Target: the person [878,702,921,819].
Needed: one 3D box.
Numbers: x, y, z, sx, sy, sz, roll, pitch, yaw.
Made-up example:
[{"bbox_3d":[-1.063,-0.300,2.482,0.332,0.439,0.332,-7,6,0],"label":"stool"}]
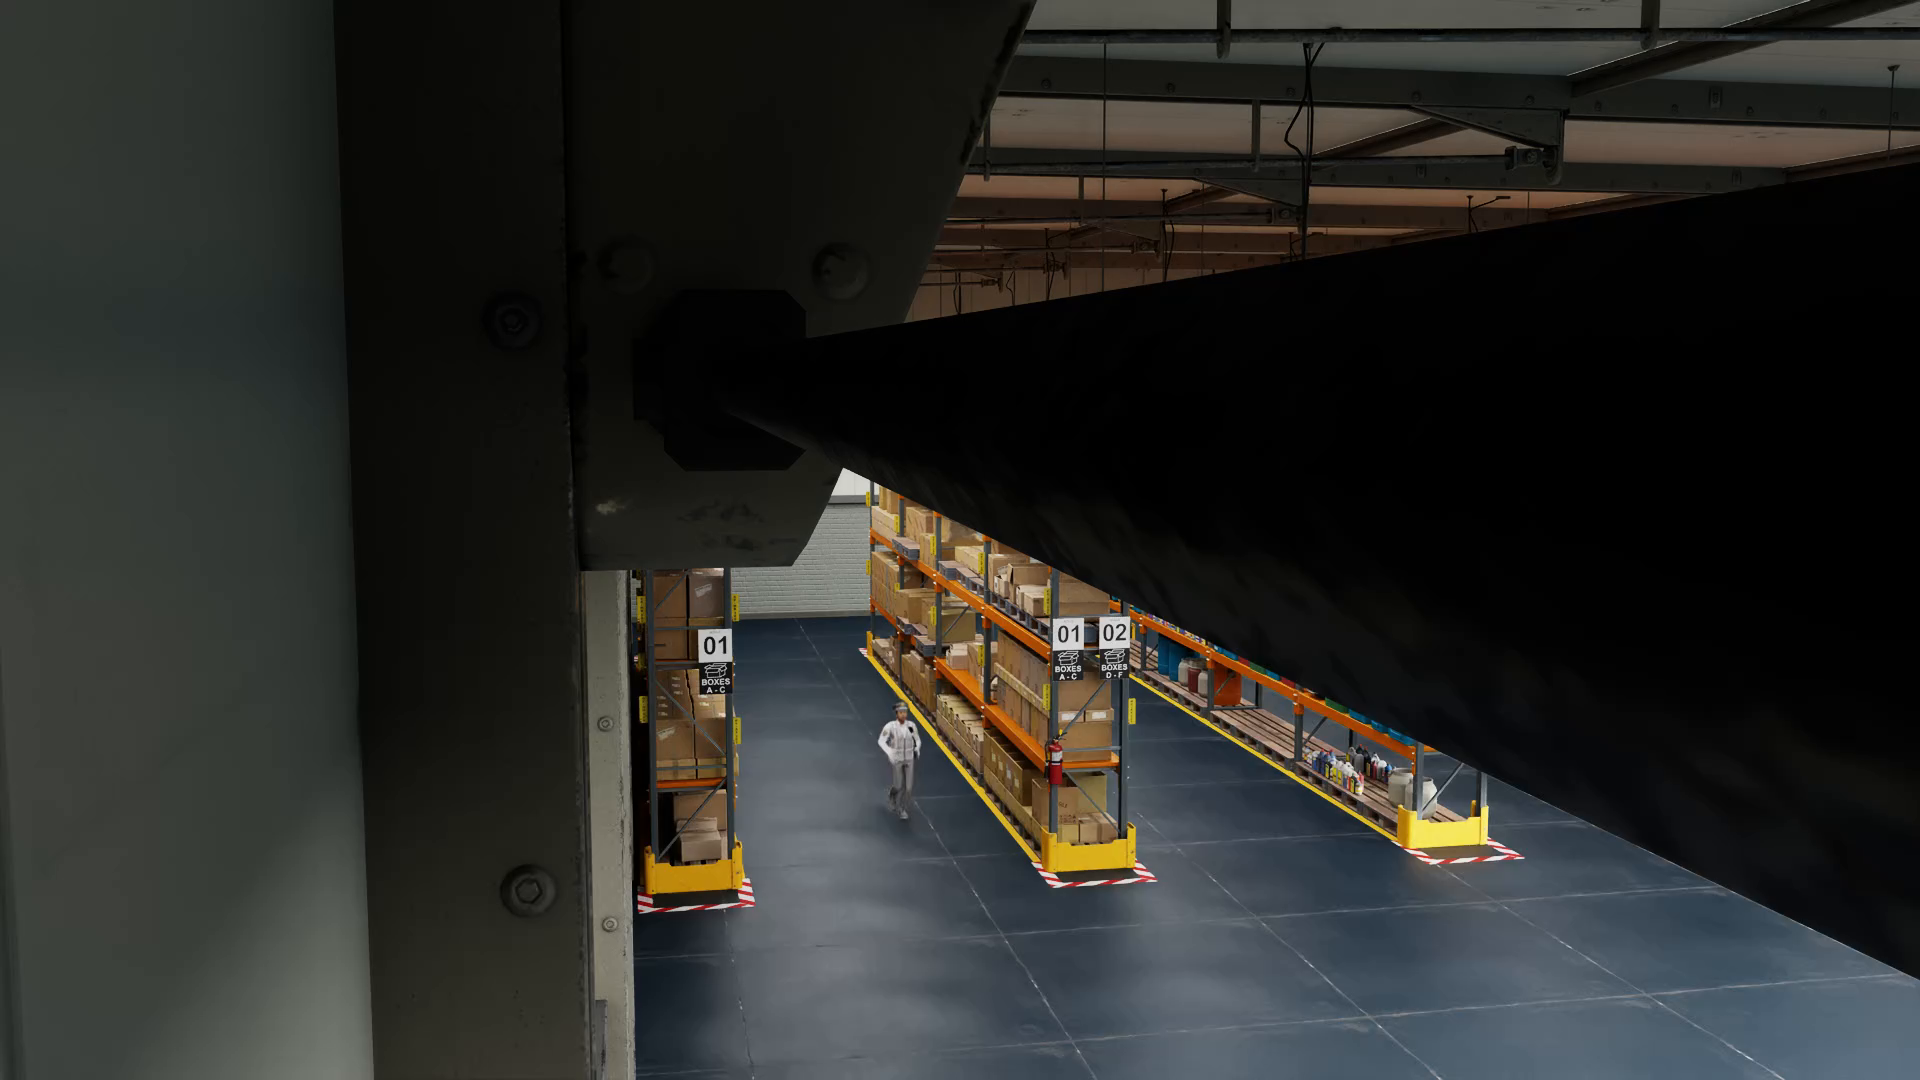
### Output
[{"bbox_3d":[-0.807,3.079,23.278,0.612,1.650,0.564,-2,6,-19],"label":"person"}]
